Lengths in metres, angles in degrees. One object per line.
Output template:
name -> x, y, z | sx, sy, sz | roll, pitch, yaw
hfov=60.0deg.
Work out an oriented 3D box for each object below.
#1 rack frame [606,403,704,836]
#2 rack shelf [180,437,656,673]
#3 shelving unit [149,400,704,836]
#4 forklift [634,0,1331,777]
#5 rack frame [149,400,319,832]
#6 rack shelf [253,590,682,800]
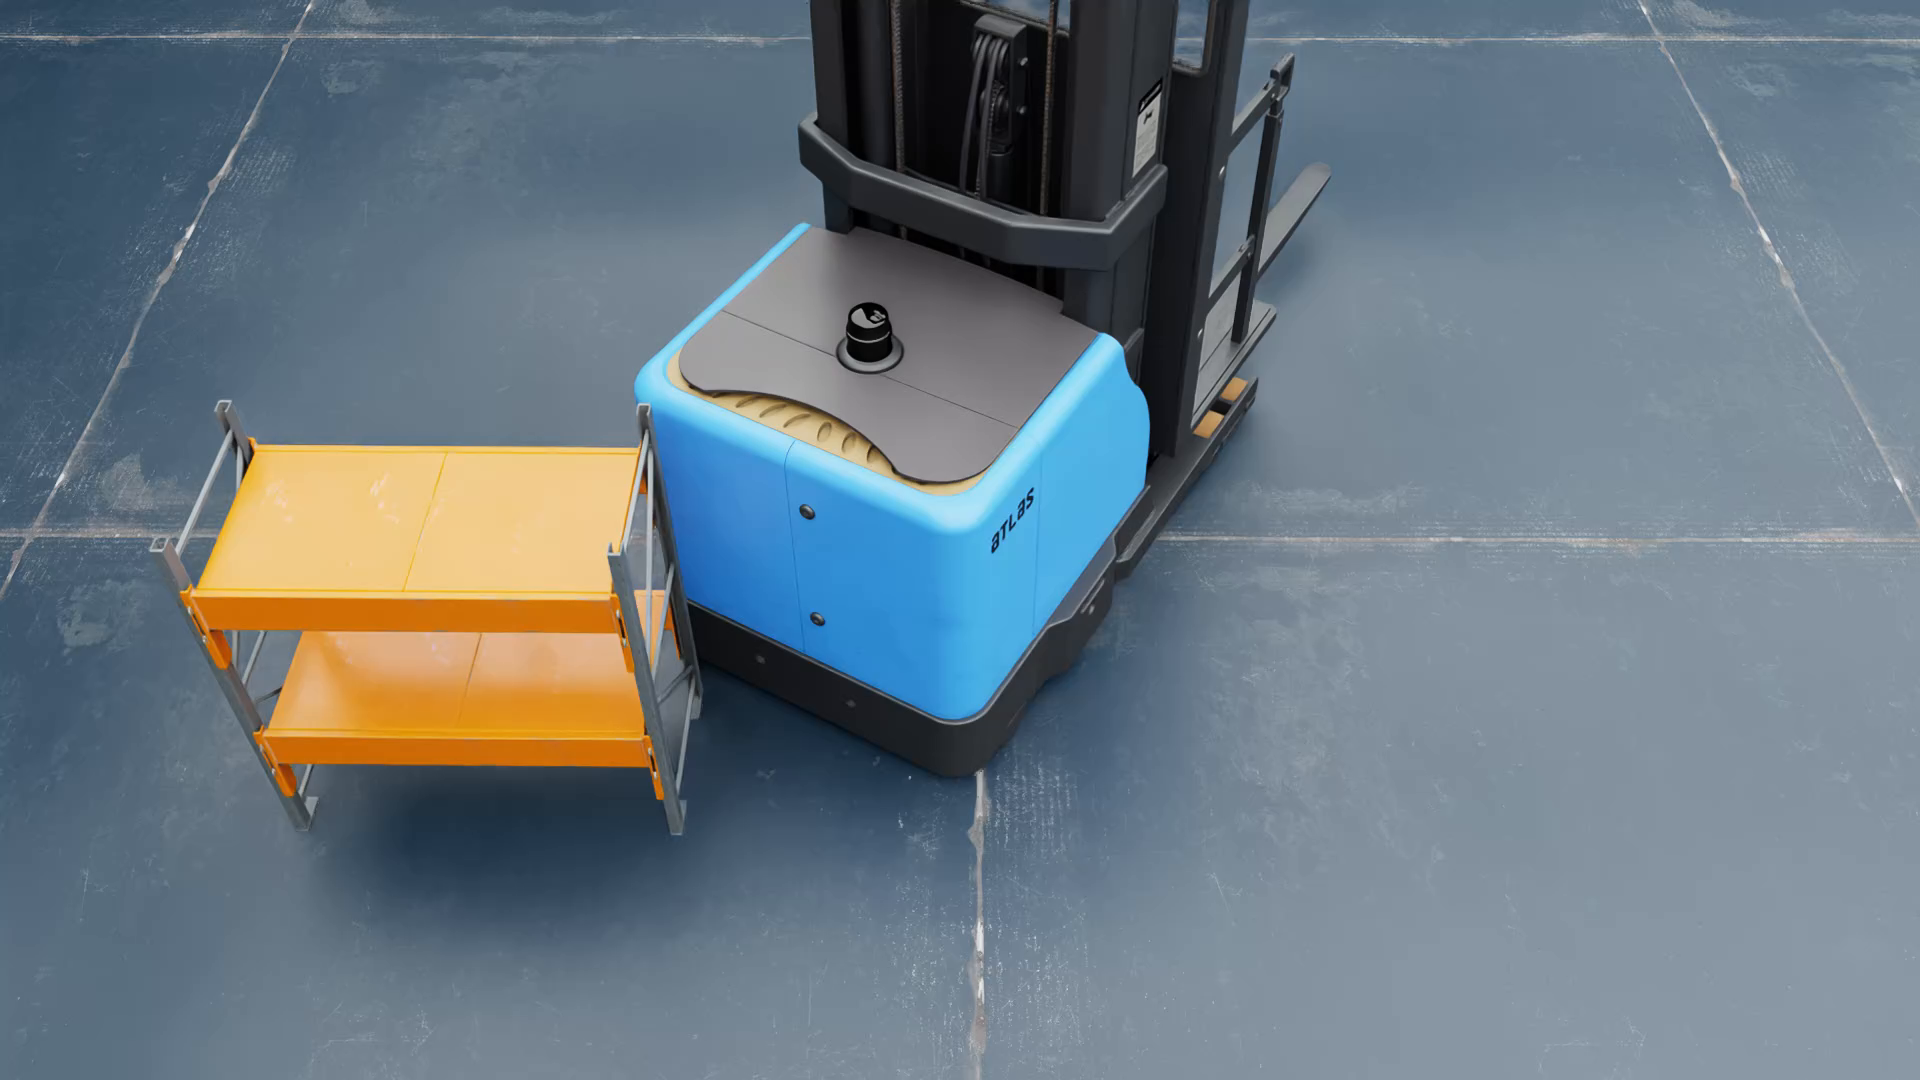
rack frame -> -0.765, 0.235, 4.263 | 0.032, 1.125, 0.500 | 0, 47, 0
rack shelf -> -1.274, 0.031, 4.053 | 1.000, 0.278, 0.538 | 0, 47, 0
shelving unit -> -1.274, 0.231, 4.267 | 1.048, 1.125, 0.538 | 0, 47, 0
forklift -> 0.341, -1.422, 4.571 | 1.130, 2.935, 3.031 | 23, 51, 20
rack frame -> -1.782, 0.227, 4.271 | 0.032, 1.125, 0.500 | 0, 47, 0
rack shelf -> -1.274, 0.397, 4.446 | 1.000, 0.278, 0.538 | 0, 47, 0
